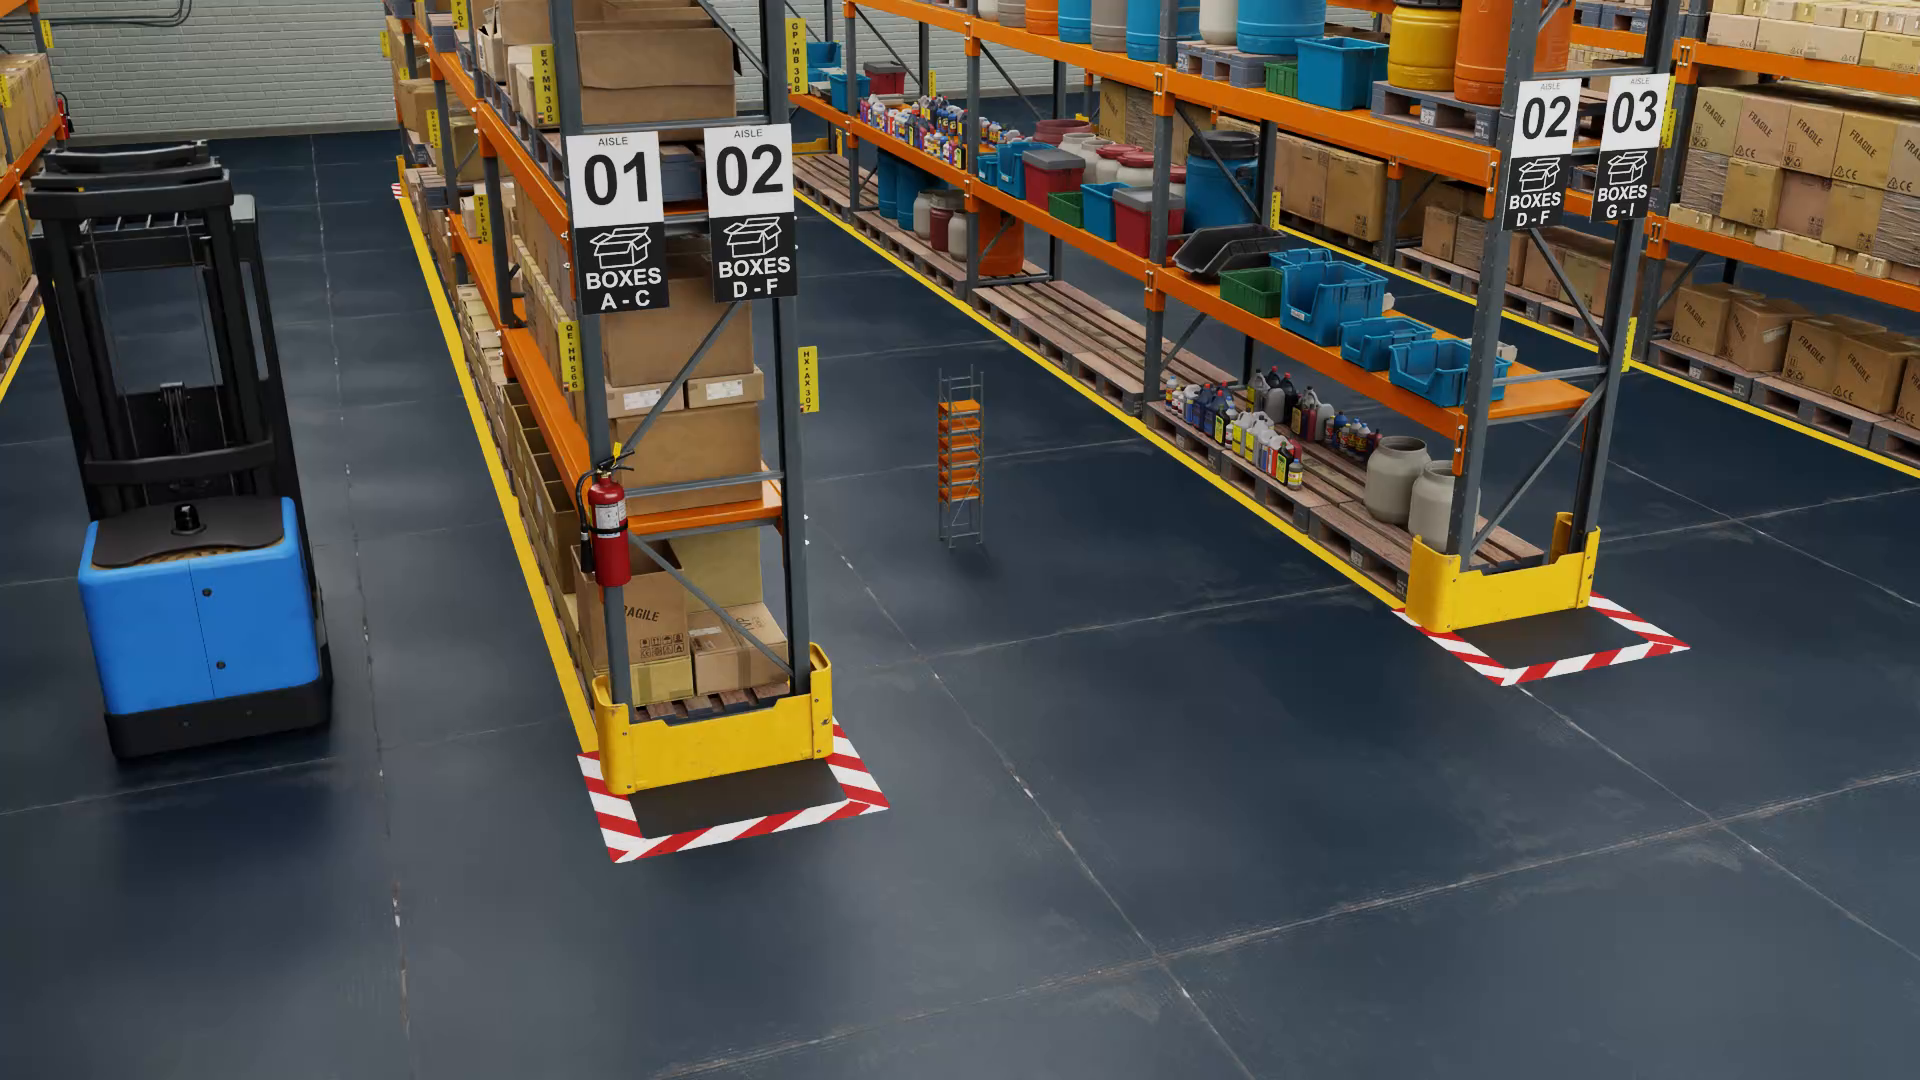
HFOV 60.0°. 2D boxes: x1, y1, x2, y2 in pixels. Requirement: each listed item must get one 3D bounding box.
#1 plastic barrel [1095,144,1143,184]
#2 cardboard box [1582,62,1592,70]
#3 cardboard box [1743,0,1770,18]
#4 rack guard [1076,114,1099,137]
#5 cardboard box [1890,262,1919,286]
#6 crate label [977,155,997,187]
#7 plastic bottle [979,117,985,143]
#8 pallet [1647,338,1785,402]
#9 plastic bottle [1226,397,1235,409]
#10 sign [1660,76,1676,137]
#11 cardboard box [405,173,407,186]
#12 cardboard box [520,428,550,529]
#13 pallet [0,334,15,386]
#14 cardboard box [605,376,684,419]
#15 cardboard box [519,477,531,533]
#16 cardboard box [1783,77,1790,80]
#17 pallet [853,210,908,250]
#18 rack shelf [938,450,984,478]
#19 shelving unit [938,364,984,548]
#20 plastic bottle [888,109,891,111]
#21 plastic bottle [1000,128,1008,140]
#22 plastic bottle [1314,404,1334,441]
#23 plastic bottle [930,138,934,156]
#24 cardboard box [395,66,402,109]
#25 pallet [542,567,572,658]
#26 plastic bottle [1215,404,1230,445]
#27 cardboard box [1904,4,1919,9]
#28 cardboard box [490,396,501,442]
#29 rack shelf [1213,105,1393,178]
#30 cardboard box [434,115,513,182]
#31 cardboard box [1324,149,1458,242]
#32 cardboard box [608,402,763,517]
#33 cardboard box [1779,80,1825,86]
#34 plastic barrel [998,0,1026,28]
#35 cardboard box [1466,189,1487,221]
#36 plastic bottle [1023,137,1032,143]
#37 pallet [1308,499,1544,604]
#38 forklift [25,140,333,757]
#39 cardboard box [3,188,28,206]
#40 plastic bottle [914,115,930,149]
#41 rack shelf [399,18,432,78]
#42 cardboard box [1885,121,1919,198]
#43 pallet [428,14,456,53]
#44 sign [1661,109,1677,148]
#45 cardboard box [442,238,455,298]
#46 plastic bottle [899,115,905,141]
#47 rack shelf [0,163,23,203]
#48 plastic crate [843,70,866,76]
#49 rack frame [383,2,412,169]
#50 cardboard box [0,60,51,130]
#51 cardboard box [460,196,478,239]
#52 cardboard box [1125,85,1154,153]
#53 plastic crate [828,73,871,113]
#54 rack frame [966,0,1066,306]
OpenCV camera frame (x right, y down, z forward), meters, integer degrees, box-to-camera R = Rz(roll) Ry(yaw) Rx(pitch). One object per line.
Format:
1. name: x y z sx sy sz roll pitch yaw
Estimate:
1. plastic barrel: 1.424 -3.257 14.940 0.433 0.535 0.433 0 23 0
2. cardboard box: 8.436 -6.212 21.908 0.380 0.149 0.250 -8 24 -18
3. cardboard box: 6.586 -4.321 13.458 0.380 0.149 0.250 -10 25 -22
4. rack guard: 2.354 -6.289 25.528 1.175 0.500 0.348 -8 24 -19
5. cardboard box: 7.264 -2.030 12.528 0.380 0.149 0.250 -8 24 -19
6. crate label: 0.353 -3.564 16.060 0.303 0.233 0.416 -8 24 -19
7. plastic bottle: 0.215 -4.494 18.211 0.152 0.276 0.135 -8 24 -19
8. pallet: 6.872 -1.548 14.651 1.003 0.211 1.213 -8 24 -19
9. plastic bottle: 2.030 -0.952 12.593 0.097 0.271 0.097 0 23 0
10. sign: 3.898 -2.400 9.207 0.100 0.325 0.005 -8 24 -19
11. cardboard box: -6.991 -4.682 21.577 0.380 0.166 0.250 -8 24 -19
12. cardboard box: -2.443 -0.412 10.399 0.500 0.500 0.500 -8 24 -19
13. pallet: -8.921 -1.499 14.534 1.003 0.211 1.213 -8 24 -19
14. cardboard box: -1.567 -0.719 8.129 0.380 0.149 0.250 -9 24 -20
15. cardboard box: -2.615 -0.248 10.977 0.500 0.250 0.500 -8 24 -19
16. cardboard box: 9.882 -5.587 20.044 0.380 0.149 0.250 -7 24 -17
17. pallet: -0.624 -3.728 19.824 1.003 0.211 1.213 -8 24 -19
18. rack shelf: 0.005 -0.507 11.022 0.258 0.103 0.180 -8 24 -19
19. shelving unit: 0.005 -0.548 11.005 0.258 1.200 0.189 -8 24 -19
20. plastic bottle: -0.811 -4.878 19.218 0.097 0.201 0.097 0 23 0
21. plastic bottle: 0.469 -4.194 17.504 0.097 0.271 0.097 0 23 0
22. plastic bottle: 2.701 -0.899 12.462 0.152 0.276 0.135 -8 24 -18
23. plastic bottle: -0.264 -4.148 17.485 0.097 0.201 0.097 0 23 0
24. cardboard box: -6.634 -5.554 20.436 0.500 0.500 0.500 -8 24 -19
25. pallet: -1.990 0.309 10.244 1.003 0.211 1.213 -8 24 -19
26. plastic bottle: 1.951 -0.859 12.357 0.061 0.283 0.133 -7 24 -17
27. cardboard box: 7.458 -4.012 12.726 0.380 0.149 0.250 -7 24 -17
28. cardboard box: -3.262 -0.936 12.608 0.500 0.250 0.500 -9 24 -20
29. rack shelf: 4.482 -4.921 19.989 1.077 0.370 4.000 -8 24 -19
30. cardboard box: -4.408 -3.621 15.309 0.700 0.500 0.500 -18 29 -36
31. cardboard box: 4.965 -3.994 19.058 1.225 0.875 0.875 -10 25 -21
32. cardboard box: -1.407 -0.478 8.394 0.700 0.500 0.500 -8 24 -19
33. cardboard box: 9.771 -5.015 19.159 0.500 0.500 0.500 -8 24 -18
34. plastic barrel: 0.642 -5.131 15.054 0.600 0.901 0.600 0 23 0
35. cardboard box: 5.651 -3.491 17.358 0.500 0.250 0.500 -6 23 -13
36. plastic bottle: 0.705 -3.990 17.015 0.152 0.276 0.135 -8 24 -19
37. pallet: 3.029 0.029 10.910 1.003 0.211 1.213 -8 24 -19
38. forklift: -4.375 -0.788 9.347 1.130 2.935 3.031 -9 24 -20
39. cardboard box: -10.245 -3.716 18.047 0.380 0.149 0.250 -8 24 -17
40. plastic bottle: -0.408 -4.391 17.869 0.144 0.351 0.185 -8 24 -19
41. rack shelf: -4.787 -4.945 16.185 1.077 0.370 4.000 -8 24 -19
42. cardboard box: 7.233 -2.792 12.212 0.500 0.500 0.500 -8 24 -19
43. pallet: -3.757 -4.229 13.802 1.213 0.211 1.003 -7 24 -17
44. sign: 6.084 -3.528 14.268 0.100 0.325 0.005 -8 24 -19
45. cardboard box: -4.812 -2.714 16.480 0.500 0.500 0.500 -9 25 -21
46. plastic bottle: -0.626 -4.553 18.356 0.097 0.271 0.097 0 23 0
47. rack shelf: -9.419 -2.882 15.152 1.077 0.370 4.000 -8 24 -19
48. plastic crate: -1.225 -5.853 21.349 0.437 0.282 0.530 -8 24 -19
49. rack frame: -6.906 -6.075 21.800 1.000 3.000 0.127 -8 24 -19
50. cardboard box: -11.082 -5.085 19.066 0.980 0.700 0.700 -9 24 -19
51. cardboard box: -3.945 -2.775 14.087 0.500 0.311 0.500 -9 24 -20
52. cardboard box: 2.985 -6.095 24.043 0.875 0.875 0.875 -8 24 -19
53. plastic crate: -1.342 -5.443 20.244 0.392 0.384 0.575 -8 24 -19
54. rack frame: 0.555 -3.846 16.513 1.000 3.000 0.127 -8 24 -19
